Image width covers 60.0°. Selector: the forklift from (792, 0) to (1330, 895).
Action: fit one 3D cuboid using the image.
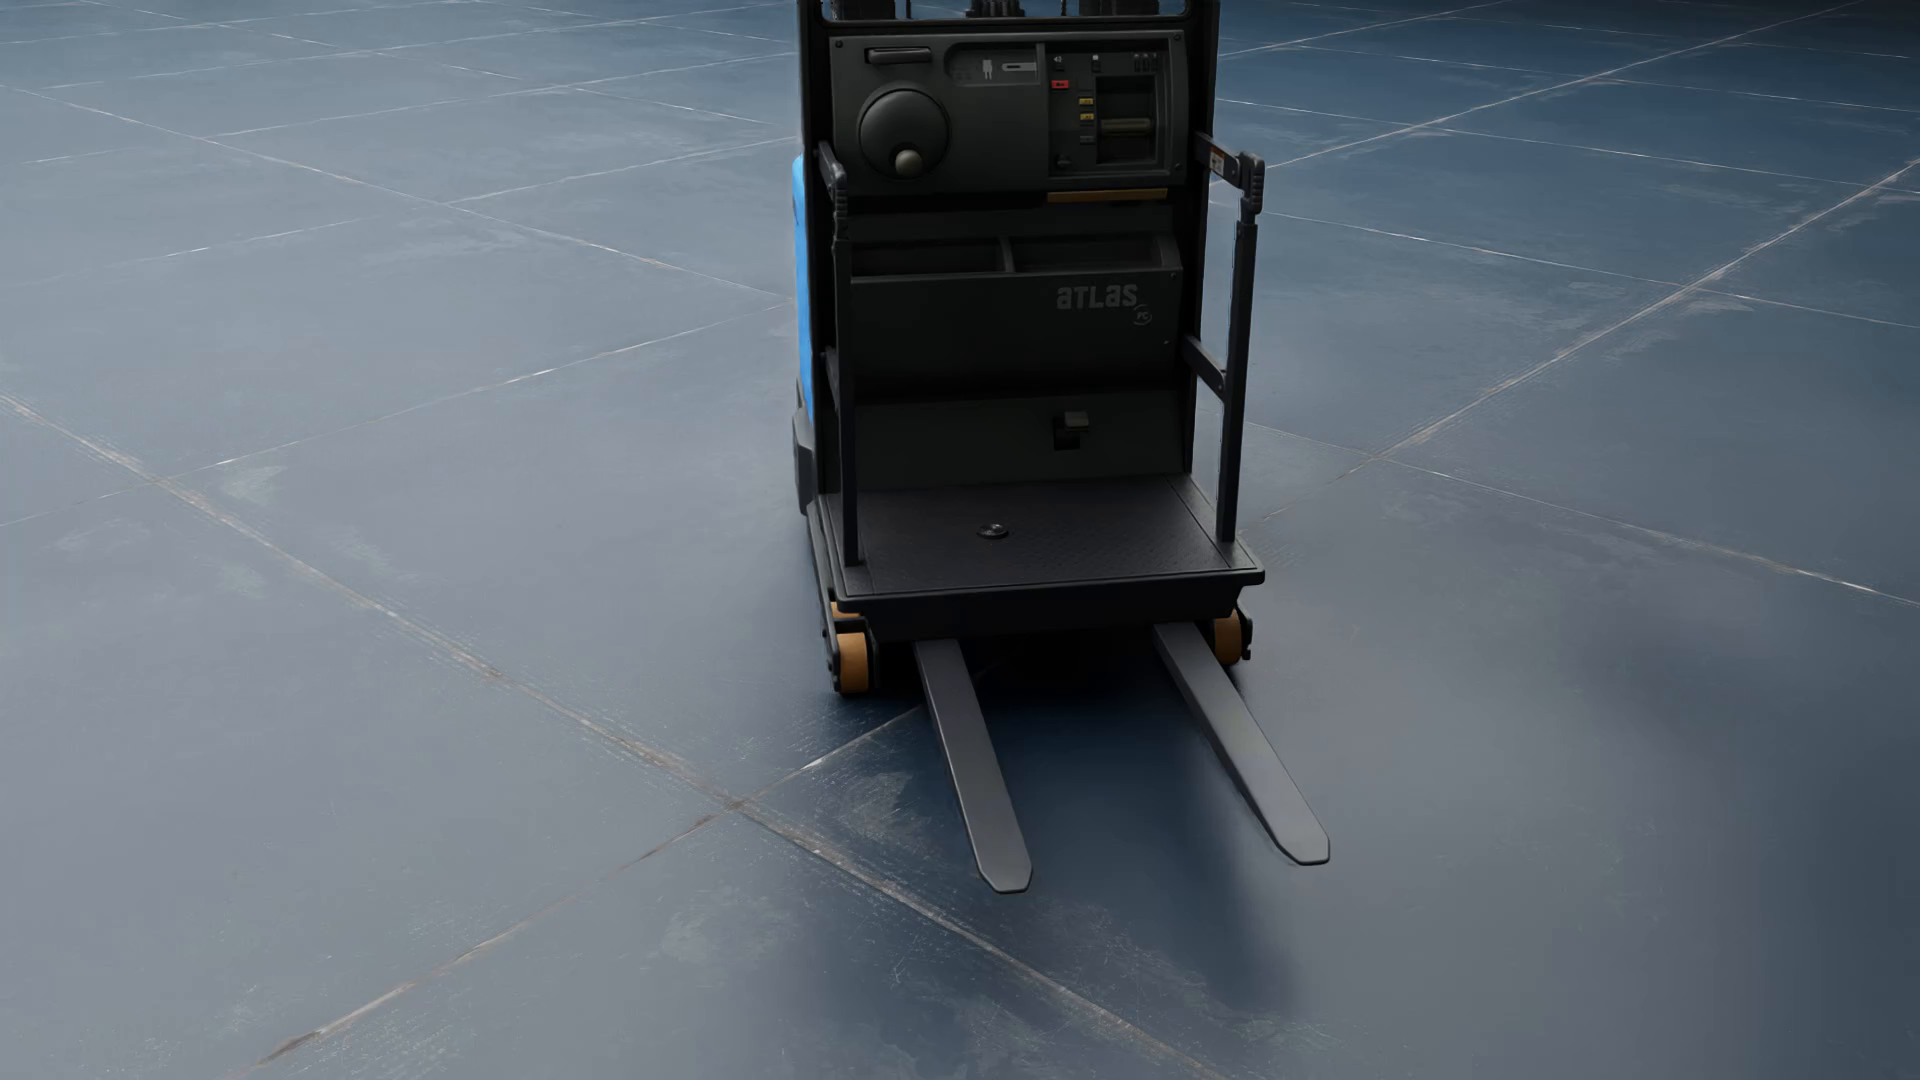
[{"bbox_3d":[0.167,-1.090,4.098,1.130,2.935,3.031,-4,24,-8],"label":"forklift"}]
